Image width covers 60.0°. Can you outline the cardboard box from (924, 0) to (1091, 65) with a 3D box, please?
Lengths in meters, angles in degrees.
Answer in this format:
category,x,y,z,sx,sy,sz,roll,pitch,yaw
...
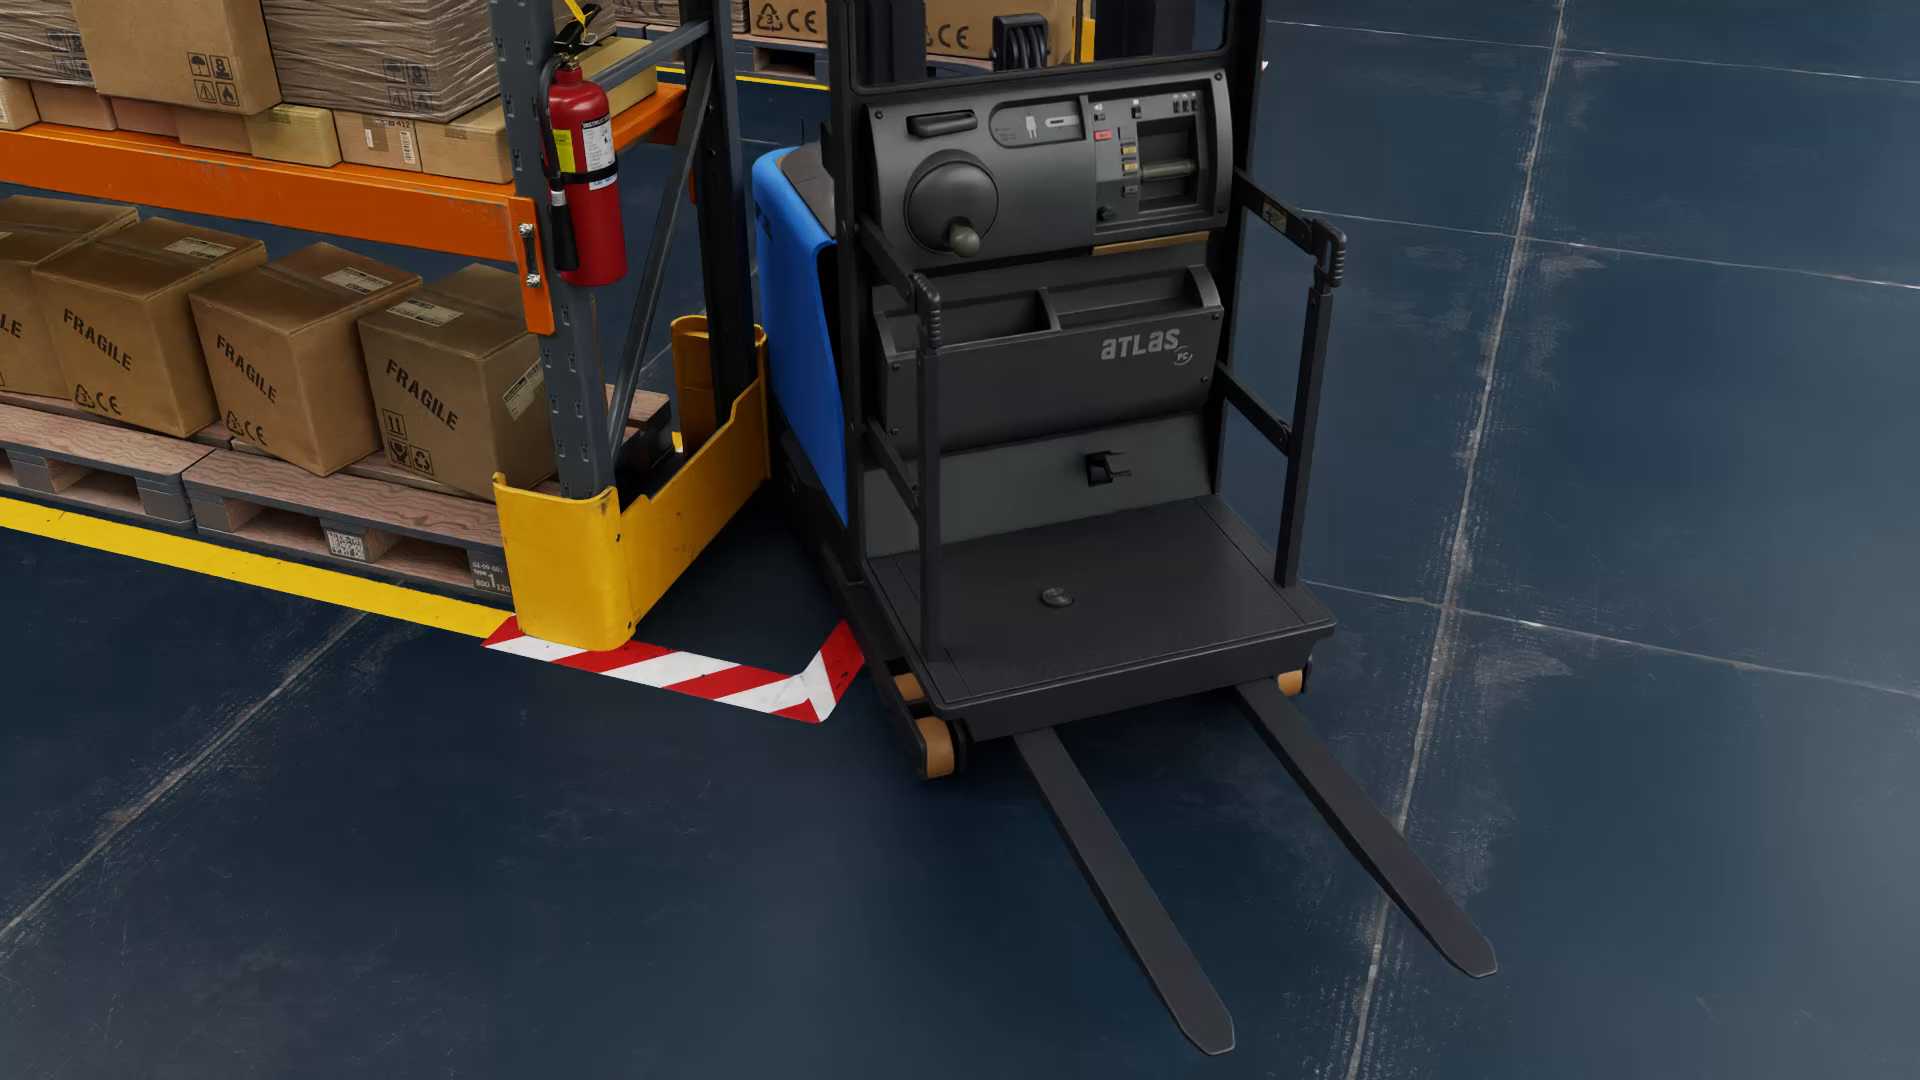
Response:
category,x,y,z,sx,sy,sz,roll,pitch,yaw
cardboard box,0.228,-3.135,8.911,0.875,0.875,0.875,11,35,17

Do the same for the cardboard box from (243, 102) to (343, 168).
category,x,y,z,sx,sy,sz,roll,pitch,yaw
cardboard box,-1.706,-1.153,4.502,0.250,0.149,0.380,11,34,16

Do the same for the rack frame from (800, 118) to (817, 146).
category,x,y,z,sx,sy,sz,roll,pitch,yaw
rack frame,-0.483,-0.888,5.647,0.008,1.050,0.200,-10,31,-15

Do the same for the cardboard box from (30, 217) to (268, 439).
category,x,y,z,sx,sy,sz,roll,pitch,yaw
cardboard box,-2.620,-0.712,5.504,0.500,0.500,0.500,14,35,21

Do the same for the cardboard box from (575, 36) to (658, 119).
category,x,y,z,sx,sy,sz,roll,pitch,yaw
cardboard box,-1.068,-1.315,4.752,0.250,0.149,0.380,11,34,16

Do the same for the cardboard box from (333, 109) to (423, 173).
category,x,y,z,sx,sy,sz,roll,pitch,yaw
cardboard box,-1.453,-1.134,4.472,0.250,0.149,0.380,11,34,16

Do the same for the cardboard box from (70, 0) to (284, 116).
category,x,y,z,sx,sy,sz,roll,pitch,yaw
cardboard box,-1.900,-1.558,4.532,0.500,0.500,0.875,11,34,16

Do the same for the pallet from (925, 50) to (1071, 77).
category,x,y,z,sx,sy,sz,roll,pitch,yaw
pallet,0.109,-2.695,9.230,1.213,0.211,1.003,11,34,16

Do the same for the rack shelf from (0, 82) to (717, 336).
category,x,y,z,sx,sy,sz,roll,pitch,yaw
rack shelf,-2.763,-1.310,5.177,4.000,0.370,1.077,11,34,16

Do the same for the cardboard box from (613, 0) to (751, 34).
category,x,y,z,sx,sy,sz,roll,pitch,yaw
cardboard box,-1.459,-3.462,9.419,0.875,0.875,0.875,11,35,17

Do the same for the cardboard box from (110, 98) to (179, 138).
category,x,y,z,sx,sy,sz,roll,pitch,yaw
cardboard box,-2.157,-1.274,4.689,0.250,0.149,0.380,11,34,16

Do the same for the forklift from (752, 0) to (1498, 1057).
category,x,y,z,sx,sy,sz,roll,pitch,yaw
forklift,0.306,-0.865,3.887,1.130,2.935,3.031,-11,34,-16

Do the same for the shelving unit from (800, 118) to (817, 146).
category,x,y,z,sx,sy,sz,roll,pitch,yaw
shelving unit,-0.367,-0.908,5.679,0.252,1.050,0.215,-10,31,-15

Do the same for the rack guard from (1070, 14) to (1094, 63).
category,x,y,z,sx,sy,sz,roll,pitch,yaw
rack guard,0.911,-2.706,8.980,0.348,0.500,1.175,11,34,16

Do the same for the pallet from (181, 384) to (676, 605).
category,x,y,z,sx,sy,sz,roll,pitch,yaw
pallet,-1.705,-0.256,5.451,1.213,0.211,1.003,11,34,16

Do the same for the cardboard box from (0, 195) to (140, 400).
category,x,y,z,sx,sy,sz,roll,pitch,yaw
cardboard box,-3.130,-0.837,5.698,0.500,0.500,0.500,8,34,12

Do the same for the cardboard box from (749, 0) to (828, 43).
category,x,y,z,sx,sy,sz,roll,pitch,yaw
cardboard box,-0.601,-3.295,9.159,0.875,0.875,0.875,10,34,16

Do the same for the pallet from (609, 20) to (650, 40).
category,x,y,z,sx,sy,sz,roll,pitch,yaw
pallet,-2.188,-3.142,9.922,1.213,0.211,1.003,11,34,16

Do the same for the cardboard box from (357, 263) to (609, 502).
category,x,y,z,sx,sy,sz,roll,pitch,yaw
cardboard box,-1.462,-0.495,5.169,0.500,0.500,0.500,18,37,25

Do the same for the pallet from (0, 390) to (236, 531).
category,x,y,z,sx,sy,sz,roll,pitch,yaw
pallet,-2.849,-0.480,5.798,1.213,0.211,1.003,11,34,16

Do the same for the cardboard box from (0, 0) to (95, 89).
category,x,y,z,sx,sy,sz,roll,pitch,yaw
cardboard box,-2.356,-1.672,4.708,0.500,0.500,0.875,11,34,16

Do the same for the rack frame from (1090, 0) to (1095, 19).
category,x,y,z,sx,sy,sz,roll,pitch,yaw
rack frame,0.888,-3.761,8.309,0.127,3.000,1.000,11,34,16

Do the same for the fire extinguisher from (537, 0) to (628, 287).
category,x,y,z,sx,sy,sz,roll,pitch,yaw
fire extinguisher,-0.928,-0.958,4.039,0.183,0.674,0.296,11,34,16

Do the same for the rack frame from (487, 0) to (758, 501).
category,x,y,z,sx,sy,sz,roll,pitch,yaw
rack frame,-0.880,-1.246,4.415,0.127,3.000,1.000,11,34,16

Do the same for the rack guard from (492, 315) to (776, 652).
category,x,y,z,sx,sy,sz,roll,pitch,yaw
rack guard,-0.952,-0.210,5.115,0.348,0.500,1.175,11,34,16

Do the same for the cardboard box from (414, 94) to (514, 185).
category,x,y,z,sx,sy,sz,roll,pitch,yaw
cardboard box,-1.218,-1.088,4.401,0.250,0.149,0.380,11,34,16

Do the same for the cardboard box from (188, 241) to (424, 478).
category,x,y,z,sx,sy,sz,roll,pitch,yaw
cardboard box,-2.037,-0.587,5.312,0.500,0.500,0.500,21,38,29

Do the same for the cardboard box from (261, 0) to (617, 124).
category,x,y,z,sx,sy,sz,roll,pitch,yaw
cardboard box,-1.389,-1.528,4.485,0.500,0.500,0.875,11,34,16

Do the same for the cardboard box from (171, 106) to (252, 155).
category,x,y,z,sx,sy,sz,roll,pitch,yaw
cardboard box,-1.936,-1.207,4.585,0.250,0.149,0.380,11,34,16

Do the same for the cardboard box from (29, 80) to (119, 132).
category,x,y,z,sx,sy,sz,roll,pitch,yaw
cardboard box,-2.400,-1.308,4.742,0.250,0.149,0.380,11,34,16

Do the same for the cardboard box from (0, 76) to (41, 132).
category,x,y,z,sx,sy,sz,roll,pitch,yaw
cardboard box,-2.666,-1.308,4.743,0.250,0.149,0.380,11,34,16

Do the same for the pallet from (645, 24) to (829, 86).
category,x,y,z,sx,sy,sz,roll,pitch,yaw
pallet,-1.035,-2.920,9.577,1.213,0.211,1.003,11,34,16
